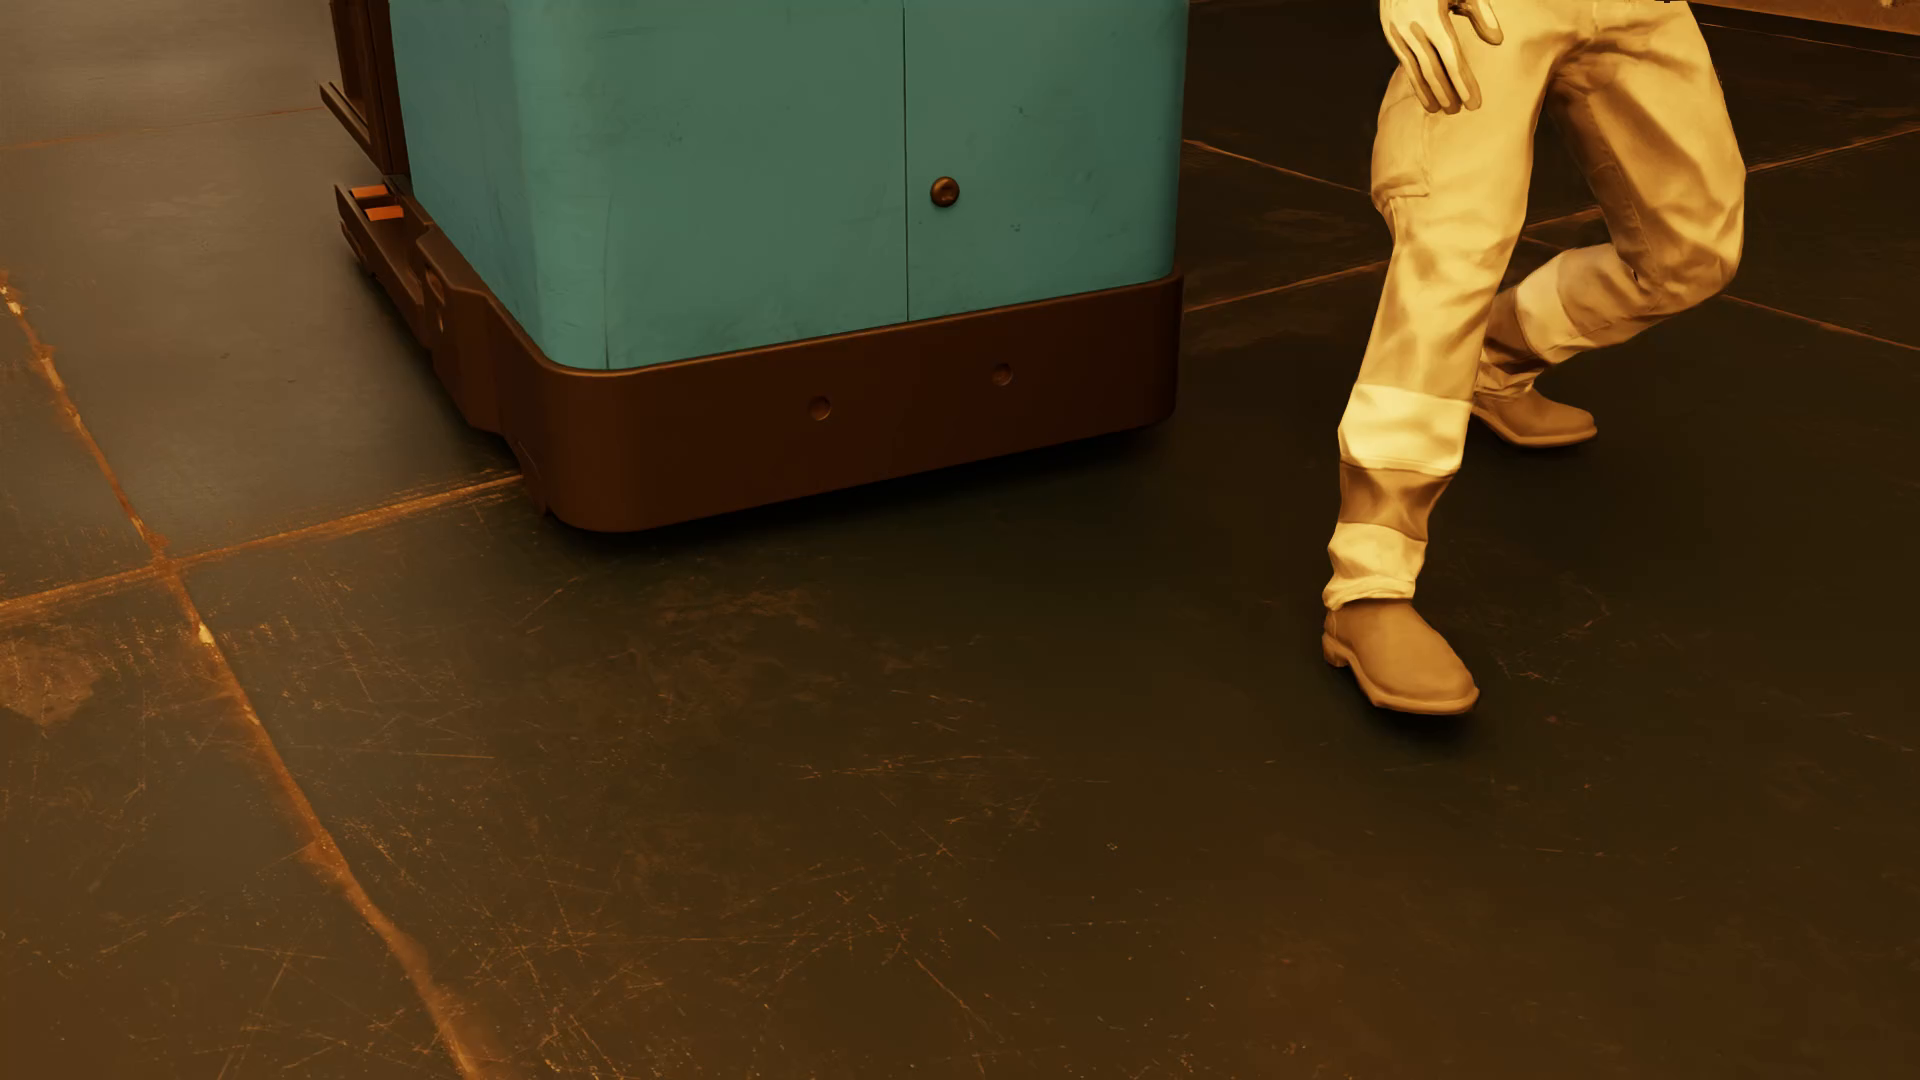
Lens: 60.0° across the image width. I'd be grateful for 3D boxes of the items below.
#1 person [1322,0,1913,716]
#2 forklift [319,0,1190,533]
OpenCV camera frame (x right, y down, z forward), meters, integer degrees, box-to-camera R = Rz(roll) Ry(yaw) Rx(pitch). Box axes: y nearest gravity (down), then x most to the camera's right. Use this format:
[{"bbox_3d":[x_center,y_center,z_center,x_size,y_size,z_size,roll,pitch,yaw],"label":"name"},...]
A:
[{"bbox_3d":[0.807,-0.716,2.111,0.908,1.644,0.883,-9,28,-18],"label":"person"},{"bbox_3d":[-0.757,-1.950,3.119,1.130,2.935,3.031,-13,29,-24],"label":"forklift"}]
